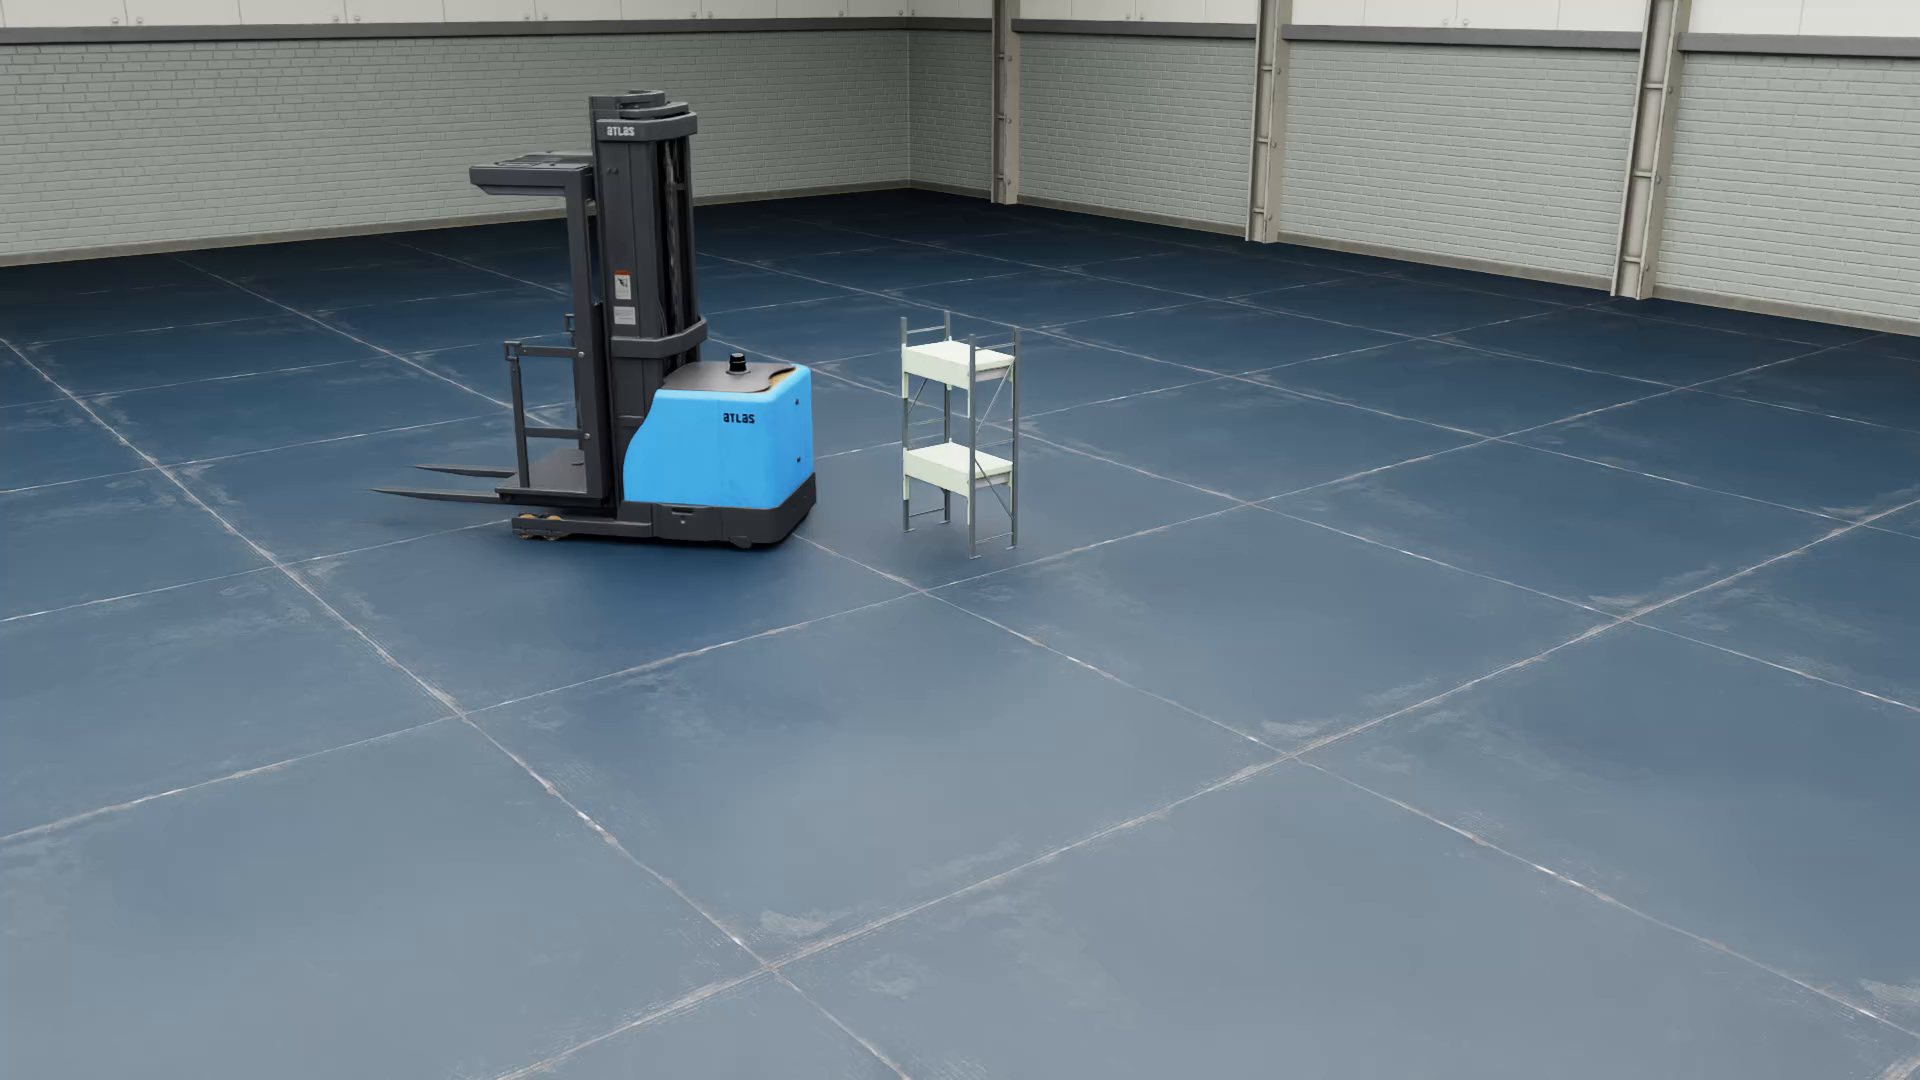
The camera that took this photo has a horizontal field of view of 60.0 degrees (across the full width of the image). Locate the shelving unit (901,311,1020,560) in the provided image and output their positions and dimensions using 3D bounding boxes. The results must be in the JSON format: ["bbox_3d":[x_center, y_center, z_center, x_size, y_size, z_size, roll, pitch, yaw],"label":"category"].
[{"bbox_3d":[-0.004,-0.714,11.132,0.431,1.500,0.755,-14,23,-36],"label":"shelving unit"}]

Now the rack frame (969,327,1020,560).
[{"bbox_3d":[0.223,-0.623,10.859,0.400,1.500,0.023,-14,23,-36],"label":"rack frame"}]

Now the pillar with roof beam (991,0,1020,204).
[{"bbox_3d":[-2.589,-9.379,25.371,9.100,9.000,0.400,-14,23,-36],"label":"pillar with roof beam"}]

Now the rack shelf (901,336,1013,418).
[{"bbox_3d":[-0.004,-1.084,11.009,0.431,0.370,0.720,-14,23,-36],"label":"rack shelf"}]

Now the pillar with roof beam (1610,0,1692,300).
[{"bbox_3d":[4.862,-6.422,16.442,9.100,9.000,0.400,-14,23,-36],"label":"pillar with roof beam"}]

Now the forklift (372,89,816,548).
[{"bbox_3d":[-2.601,-1.546,11.370,3.031,2.935,1.130,3,19,10],"label":"forklift"}]

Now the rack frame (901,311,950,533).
[{"bbox_3d":[-0.231,-0.804,11.404,0.400,1.500,0.023,-14,23,-36],"label":"rack frame"}]

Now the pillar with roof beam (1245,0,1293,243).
[{"bbox_3d":[1.137,-7.901,20.907,9.100,9.000,0.400,-14,23,-36],"label":"pillar with roof beam"}]

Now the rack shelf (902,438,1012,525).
[{"bbox_3d":[-0.004,-0.404,11.234,0.431,0.370,0.720,-14,23,-36],"label":"rack shelf"}]
